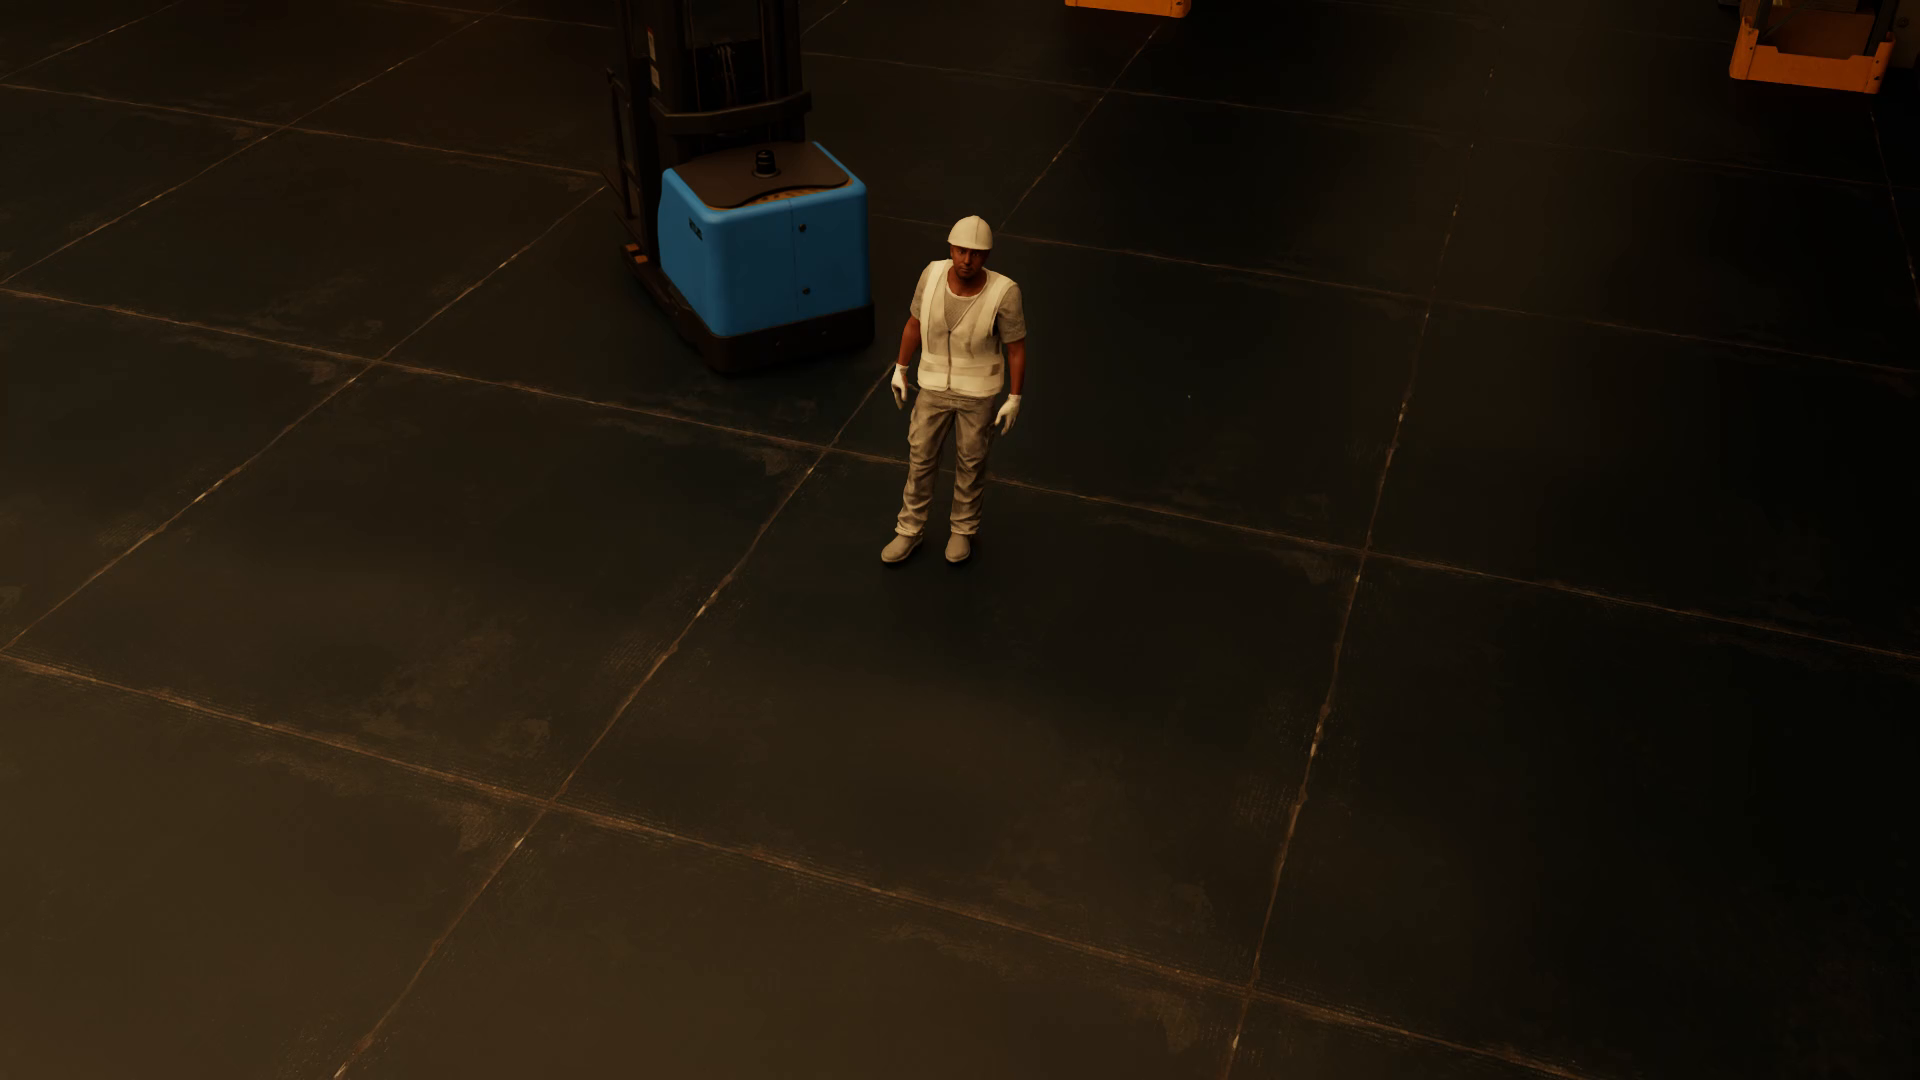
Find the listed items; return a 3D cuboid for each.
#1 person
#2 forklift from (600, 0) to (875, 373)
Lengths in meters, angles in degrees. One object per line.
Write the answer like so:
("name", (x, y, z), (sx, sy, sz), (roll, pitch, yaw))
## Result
("person", (-0.032, -0.695, 8.072), (0.657, 1.785, 0.575), (12, 37, 16))
("forklift", (-1.638, -3.032, 10.387), (1.130, 2.935, 3.031), (-16, 38, -21))
